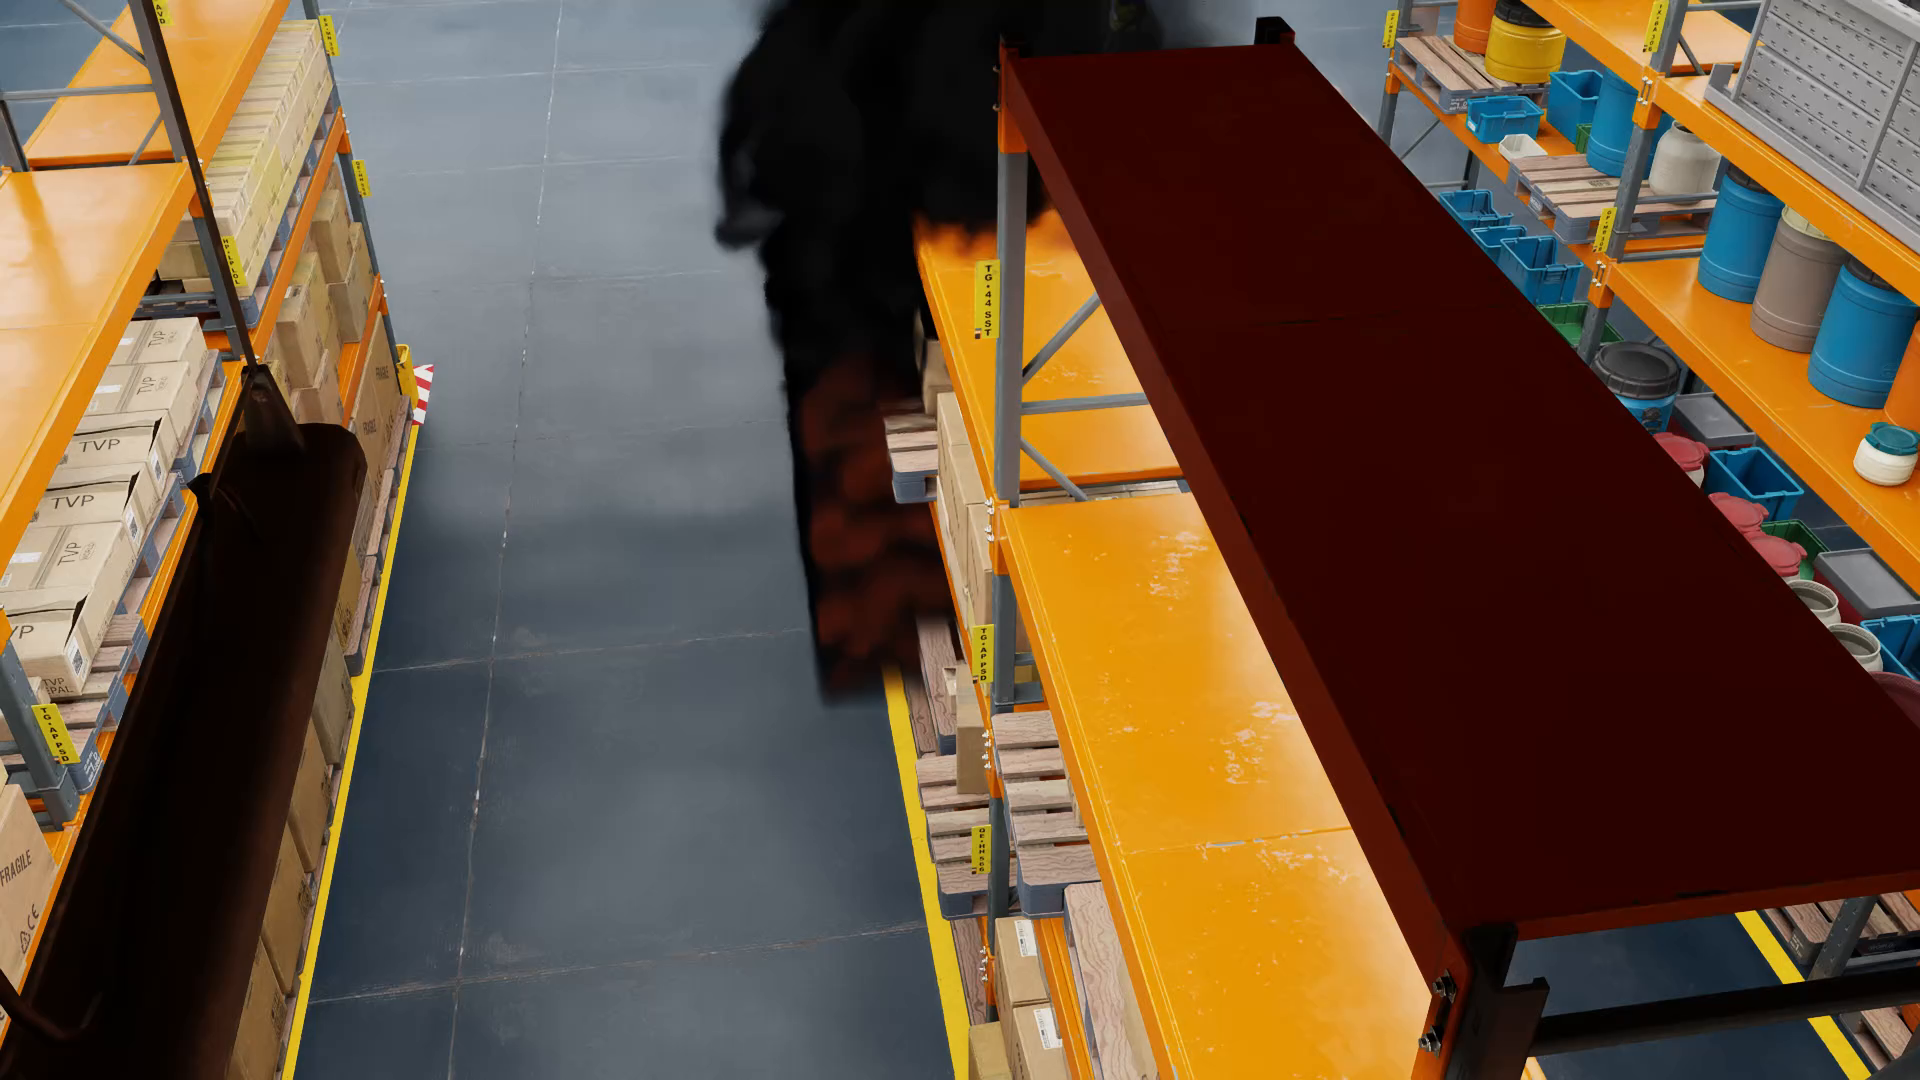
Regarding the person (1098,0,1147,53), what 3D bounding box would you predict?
[{"bbox_3d":[2.008,-6.288,20.496,0.815,1.810,0.682,7,37,9],"label":"person"}]
